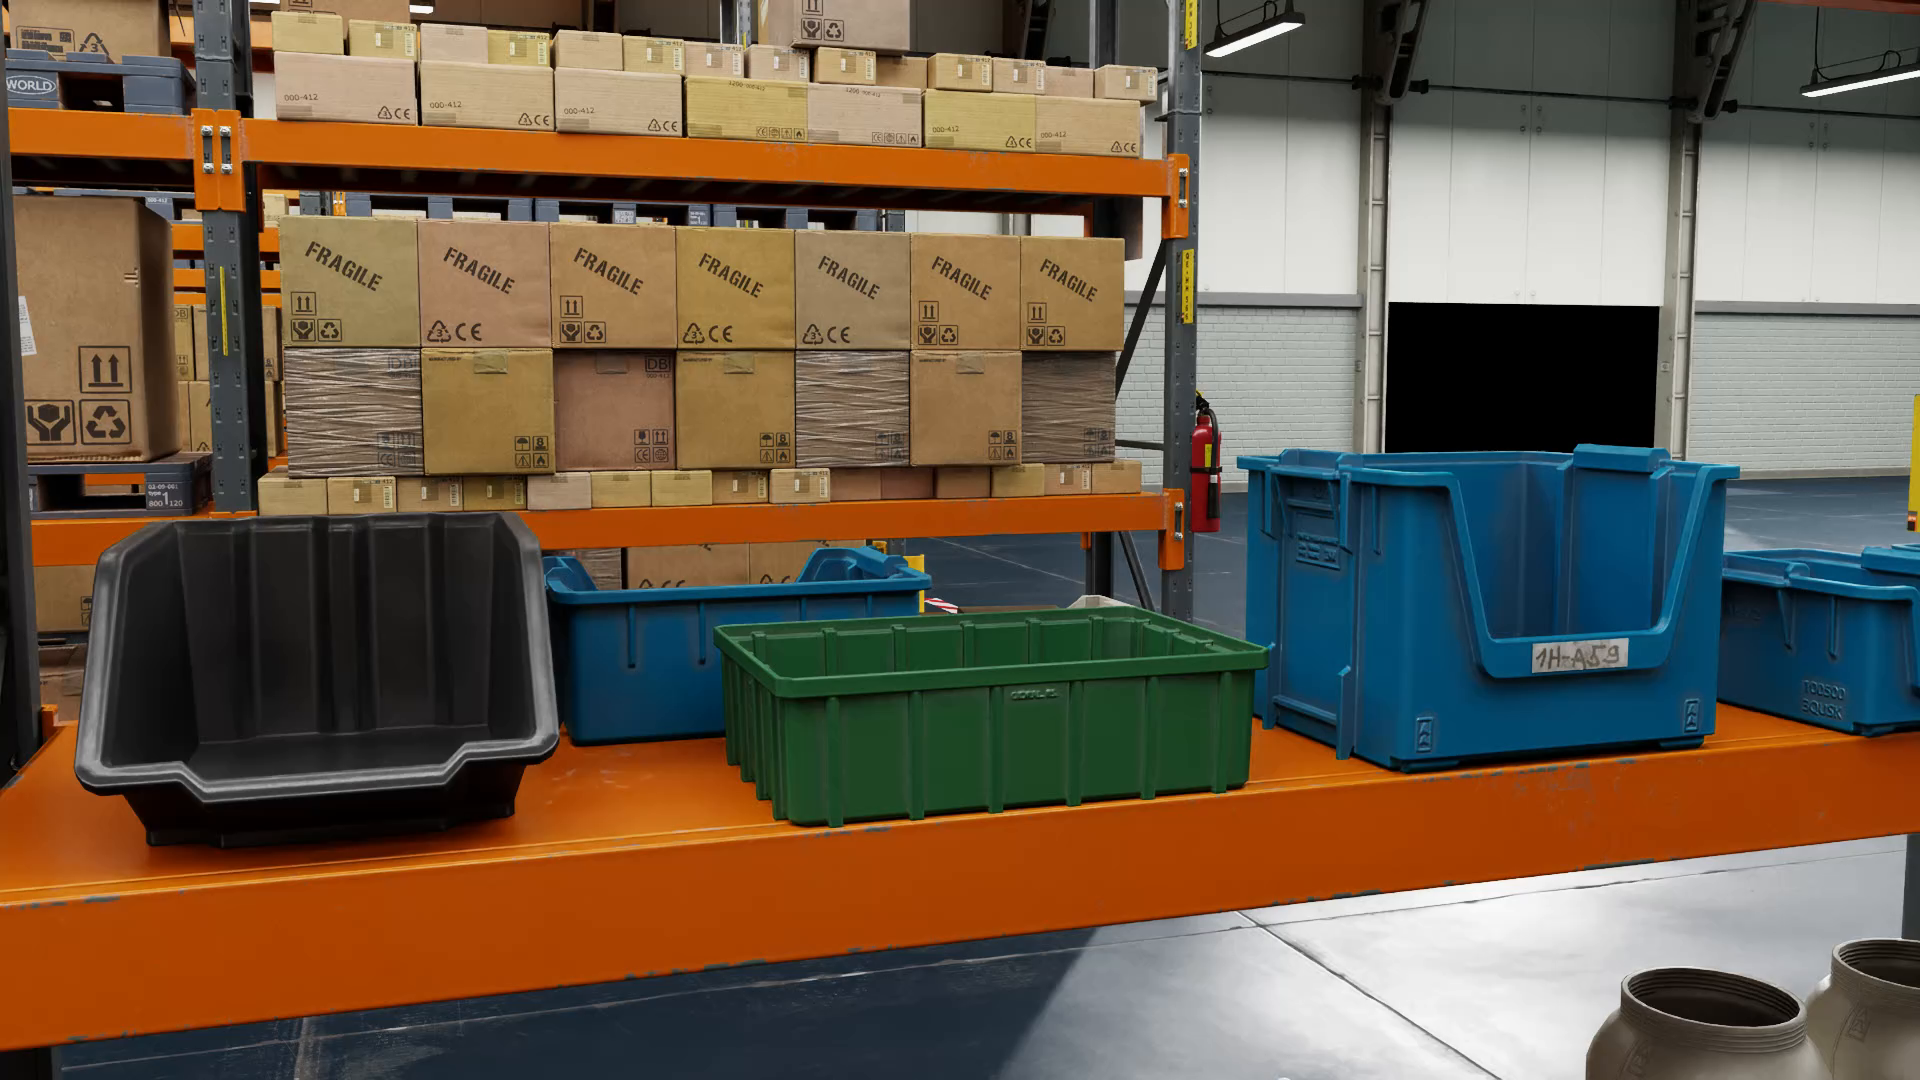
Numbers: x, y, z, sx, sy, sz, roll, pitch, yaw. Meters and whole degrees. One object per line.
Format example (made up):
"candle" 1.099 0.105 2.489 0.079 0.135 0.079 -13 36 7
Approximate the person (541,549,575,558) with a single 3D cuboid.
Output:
"person" -2.379 0.059 9.267 1.058 1.666 0.567 -1 6 -11
